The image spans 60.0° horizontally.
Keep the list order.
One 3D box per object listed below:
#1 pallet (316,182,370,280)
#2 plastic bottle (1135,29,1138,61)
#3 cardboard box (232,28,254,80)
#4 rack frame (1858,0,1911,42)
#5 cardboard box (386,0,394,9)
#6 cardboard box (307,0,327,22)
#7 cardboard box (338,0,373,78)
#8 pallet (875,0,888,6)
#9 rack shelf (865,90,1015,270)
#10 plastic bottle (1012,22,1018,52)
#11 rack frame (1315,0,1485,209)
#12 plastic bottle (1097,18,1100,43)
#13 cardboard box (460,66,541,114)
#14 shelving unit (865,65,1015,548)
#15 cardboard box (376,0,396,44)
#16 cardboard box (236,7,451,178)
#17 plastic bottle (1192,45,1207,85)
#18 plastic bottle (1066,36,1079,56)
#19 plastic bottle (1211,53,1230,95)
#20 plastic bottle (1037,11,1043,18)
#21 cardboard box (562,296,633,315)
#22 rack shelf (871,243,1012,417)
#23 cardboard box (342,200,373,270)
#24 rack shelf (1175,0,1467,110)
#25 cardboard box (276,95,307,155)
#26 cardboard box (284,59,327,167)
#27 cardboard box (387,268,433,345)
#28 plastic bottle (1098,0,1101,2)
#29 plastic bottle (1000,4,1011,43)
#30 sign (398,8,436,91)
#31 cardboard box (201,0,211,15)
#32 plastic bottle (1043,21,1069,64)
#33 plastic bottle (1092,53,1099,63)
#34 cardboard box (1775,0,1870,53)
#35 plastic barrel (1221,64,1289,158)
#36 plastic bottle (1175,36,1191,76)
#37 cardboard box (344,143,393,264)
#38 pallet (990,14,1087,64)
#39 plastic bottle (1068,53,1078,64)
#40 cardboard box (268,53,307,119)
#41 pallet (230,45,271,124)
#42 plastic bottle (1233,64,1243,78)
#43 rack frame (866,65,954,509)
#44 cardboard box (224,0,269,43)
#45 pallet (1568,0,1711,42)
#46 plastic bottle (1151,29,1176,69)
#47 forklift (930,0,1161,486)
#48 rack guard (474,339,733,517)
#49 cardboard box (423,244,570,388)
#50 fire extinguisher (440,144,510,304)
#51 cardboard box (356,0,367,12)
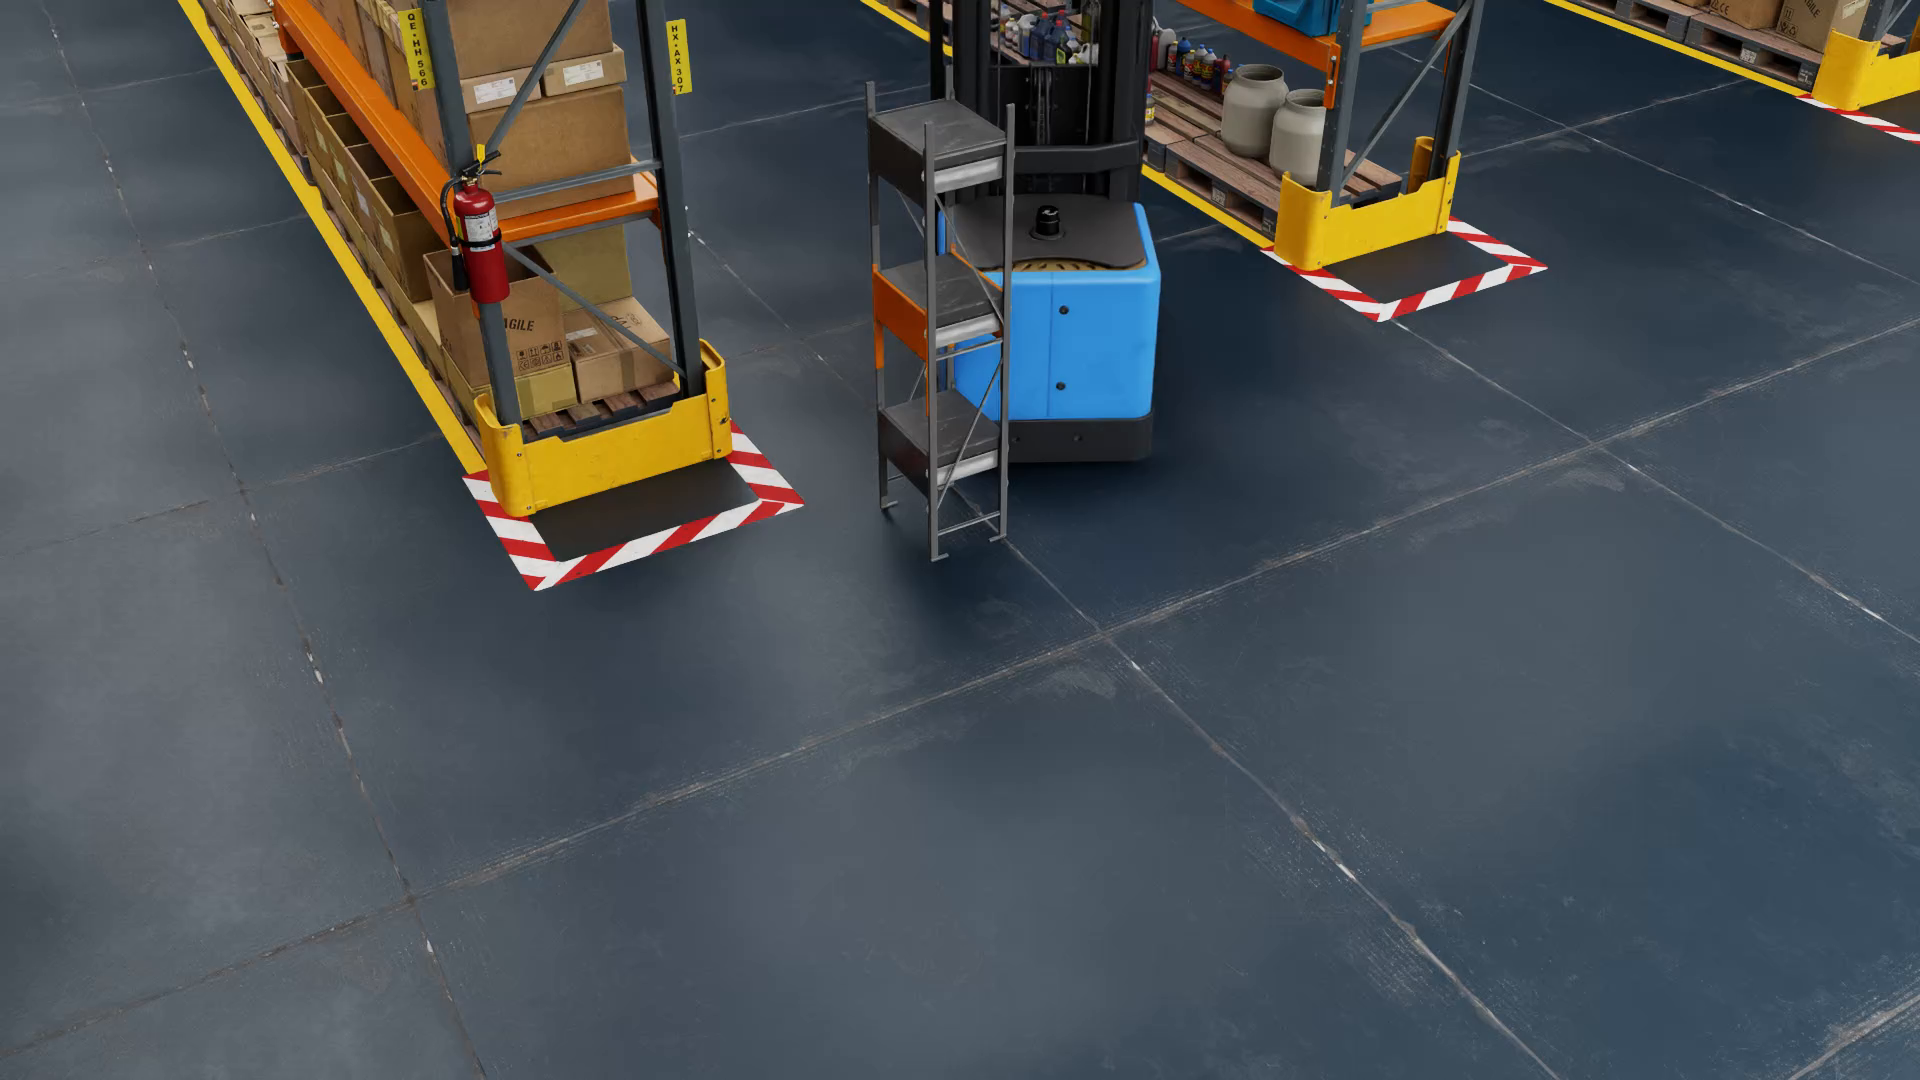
[{"bbox_3d":[-3.370,-2.074,10.410,1.003,0.211,1.213,-19,40,-24],"label":"pallet"},{"bbox_3d":[1.307,-3.615,12.086,0.061,0.283,0.133,-19,40,-24],"label":"plastic bottle"},{"bbox_3d":[-4.956,-3.581,12.086,0.500,0.250,0.500,-18,40,-23],"label":"cardboard box"},{"bbox_3d":[6.844,-4.511,11.383,1.000,3.000,0.127,-19,40,-24],"label":"rack frame"},{"bbox_3d":[-2.496,-2.934,8.039,0.700,0.500,0.500,-19,40,-24],"label":"cardboard box"},{"bbox_3d":[-3.505,-3.433,9.823,0.700,0.500,0.500,-20,41,-25],"label":"cardboard box"},{"bbox_3d":[-2.985,-2.909,9.106,0.700,0.500,0.500,-18,40,-23],"label":"cardboard box"},{"bbox_3d":[-0.493,-4.969,14.375,1.003,0.211,1.213,-19,40,-24],"label":"pallet"},{"bbox_3d":[-0.083,-1.487,6.841,0.431,0.518,0.480,-19,40,-24],"label":"rack shelf"},{"bbox_3d":[0.435,-3.735,12.320,0.097,0.201,0.097,0,36,0],"label":"plastic bottle"},{"bbox_3d":[2.561,-3.044,9.374,1.000,3.000,0.127,-19,40,-24],"label":"rack frame"},{"bbox_3d":[1.105,-3.764,12.296,0.152,0.276,0.135,-19,40,-24],"label":"plastic bottle"},{"bbox_3d":[-2.080,-2.018,7.336,0.380,0.149,0.250,-20,40,-25],"label":"cardboard box"},{"bbox_3d":[-0.084,-0.933,7.248,0.431,2.100,0.499,-19,40,-24],"label":"shelving unit"},{"bbox_3d":[-2.598,-2.545,8.056,0.380,0.149,0.250,-18,40,-23],"label":"cardboard box"},{"bbox_3d":[-3.418,-2.888,9.788,1.023,1.340,4.930,-18,40,-23],"label":"cardboard box"},{"bbox_3d":[1.697,-3.362,11.750,0.097,0.271,0.097,0,36,0],"label":"plastic bottle"},{"bbox_3d":[-5.758,-6.495,11.402,10.038,5.742,9.096,0,36,0],"label":"plastic bottle"},{"bbox_3d":[1.822,-3.262,11.603,0.061,0.283,0.133,-18,40,-23],"label":"plastic bottle"},{"bbox_3d":[0.611,-3.747,12.267,0.061,0.283,0.133,-19,40,-24],"label":"plastic bottle"},{"bbox_3d":[-2.055,-1.230,8.866,0.500,0.250,0.500,-19,40,-24],"label":"cardboard box"},{"bbox_3d":[-0.083,-0.921,7.254,0.431,0.518,0.480,-19,40,-24],"label":"rack shelf"},{"bbox_3d":[-3.269,-1.837,9.698,0.500,0.250,0.500,-19,40,-24],"label":"cardboard box"},{"bbox_3d":[1.557,-3.773,10.983,1.077,0.370,4.000,-19,40,-24],"label":"rack shelf"},{"bbox_3d":[-4.192,-2.802,11.019,0.500,0.250,0.500,-19,40,-24],"label":"cardboard box"},{"bbox_3d":[-3.771,-2.650,10.175,0.500,0.500,0.500,-19,40,-24],"label":"cardboard box"},{"bbox_3d":[-2.763,-1.329,9.001,0.500,0.250,0.500,-19,40,-24],"label":"cardboard box"},{"bbox_3d":[1.079,-4.017,12.636,0.061,0.283,0.133,-17,39,-22],"label":"plastic bottle"},{"bbox_3d":[0.333,-3.867,12.441,0.097,0.271,0.097,0,36,0],"label":"plastic bottle"},{"bbox_3d":[-2.199,-1.987,6.745,0.100,0.325,0.005,-19,40,-24],"label":"sign"},{"bbox_3d":[-5.733,-4.362,13.155,0.500,0.250,0.500,-19,40,-24],"label":"cardboard box"},{"bbox_3d":[0.693,-3.560,11.955,0.144,0.351,0.185,-21,41,-26],"label":"plastic bottle"},{"bbox_3d":[1.000,-3.249,11.528,0.144,0.351,0.185,-17,40,-22],"label":"plastic bottle"},{"bbox_3d":[6.545,-3.995,12.440,0.500,0.500,0.500,-12,38,-16],"label":"cardboard box"},{"bbox_3d":[1.913,-2.777,10.762,0.421,0.512,0.421,0,36,0],"label":"plastic barrel"},{"bbox_3d":[1.596,-3.466,11.892,0.097,0.271,0.097,0,36,0],"label":"plastic bottle"},{"bbox_3d":[-3.015,-1.886,9.128,0.500,0.500,0.500,-19,40,-24],"label":"cardboard box"},{"bbox_3d":[0.853,-3.602,12.503,1.003,0.211,1.213,-19,40,-24],"label":"pallet"},{"bbox_3d":[0.815,-3.349,11.791,0.097,0.201,0.097,0,36,0],"label":"plastic bottle"},{"bbox_3d":[-4.184,-3.025,10.848,0.500,0.311,0.500,-19,40,-24],"label":"cardboard box"},{"bbox_3d":[-4.754,-3.479,12.334,1.003,0.211,1.213,-19,40,-24],"label":"pallet"},{"bbox_3d":[1.920,-3.136,11.441,0.097,0.271,0.097,0,36,0],"label":"plastic bottle"},{"bbox_3d":[-0.206,-1.057,7.417,0.400,2.100,0.015,-19,40,-24],"label":"rack frame"},{"bbox_3d":[-4.949,-3.801,11.910,0.500,0.311,0.500,-19,40,-24],"label":"cardboard box"},{"bbox_3d":[5.819,-4.470,13.691,1.003,0.211,1.213,-19,40,-24],"label":"pallet"},{"bbox_3d":[1.461,-3.572,12.033,0.152,0.276,0.135,-18,40,-23],"label":"plastic bottle"},{"bbox_3d":[0.294,-2.202,8.279,1.333,2.935,3.695,-1,36,-1],"label":"forklift"},{"bbox_3d":[-1.711,-0.556,8.087,1.175,0.500,0.348,-19,40,-24],"label":"rack guard"},{"bbox_3d":[-2.250,-1.125,8.087,0.500,0.500,0.500,-19,40,-24],"label":"cardboard box"},{"bbox_3d":[-2.066,-1.348,7.119,0.296,0.674,0.183,-19,40,-24],"label":"fire extinguisher"},{"bbox_3d":[-2.861,-2.809,8.418,0.380,0.149,0.250,-19,40,-25],"label":"cardboard box"}]
